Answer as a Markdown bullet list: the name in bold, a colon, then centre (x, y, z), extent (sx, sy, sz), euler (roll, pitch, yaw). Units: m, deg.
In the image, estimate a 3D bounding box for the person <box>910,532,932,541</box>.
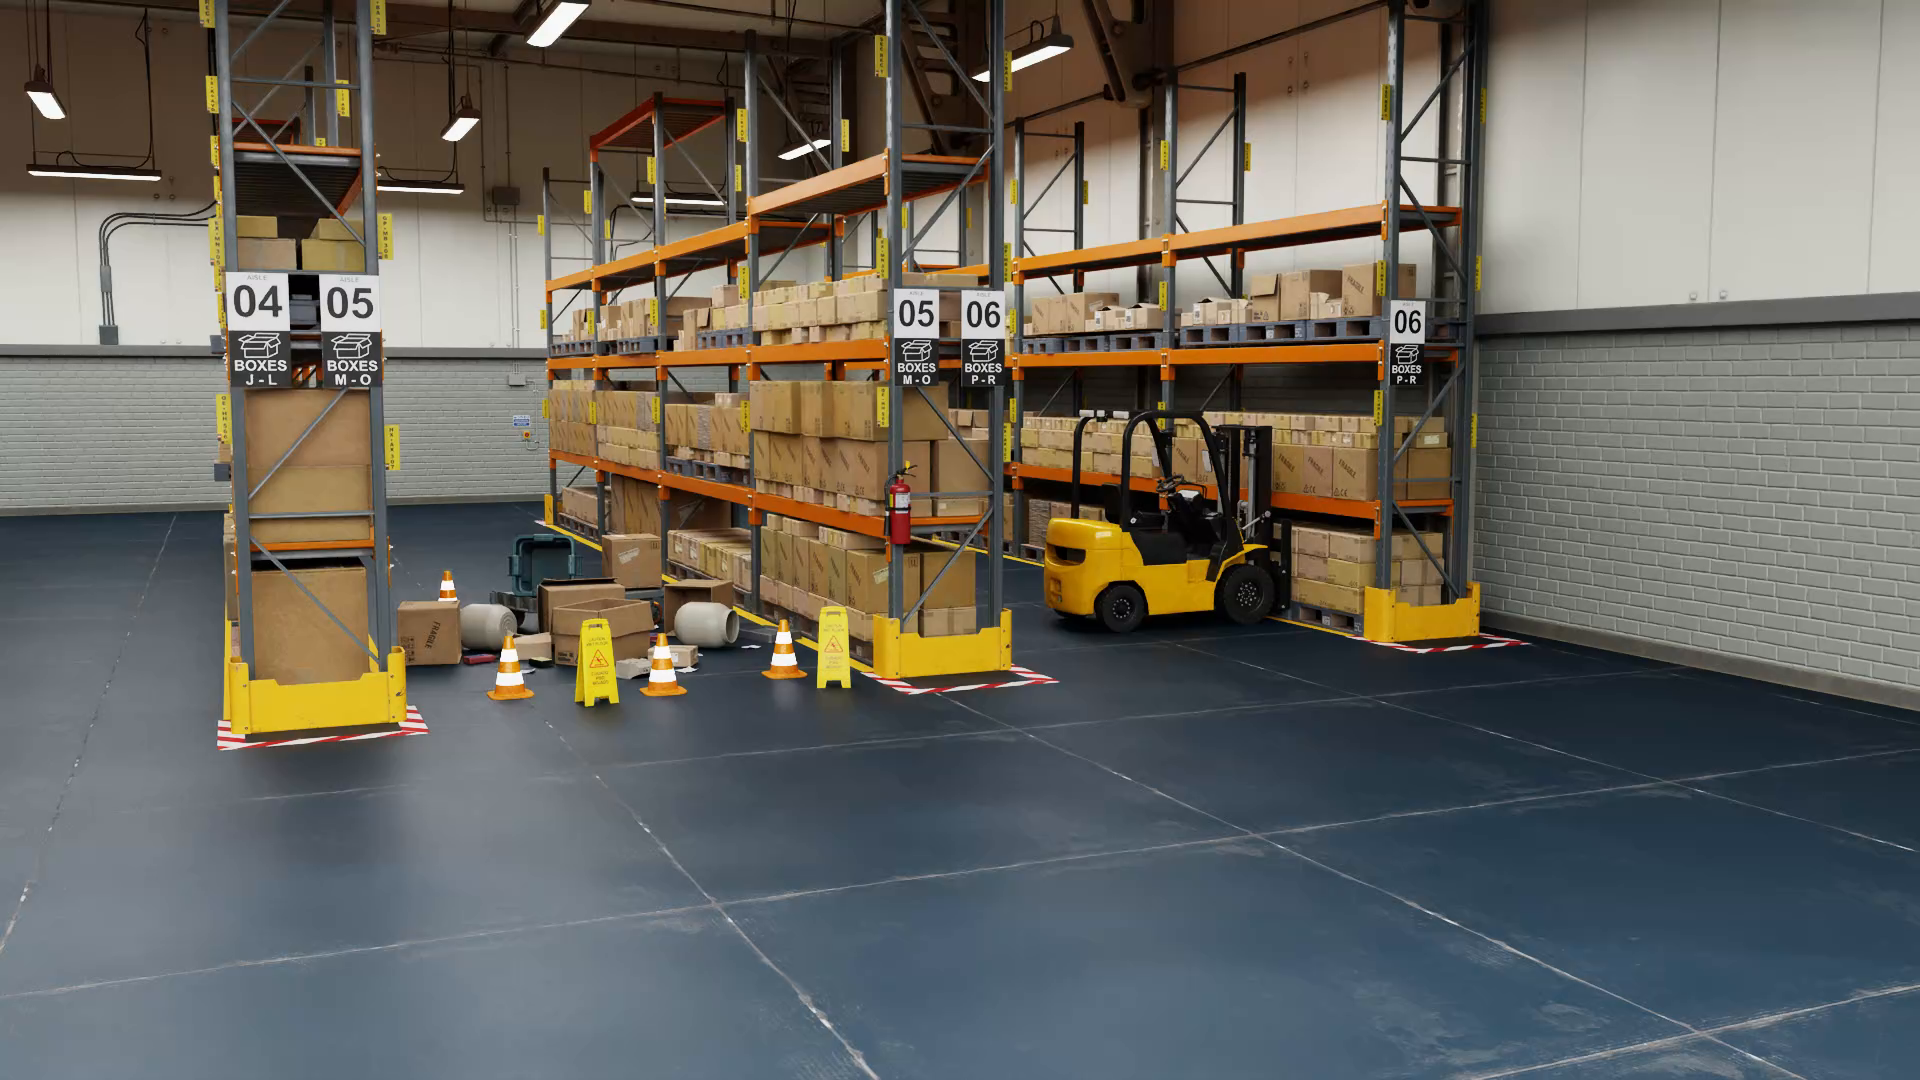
- **person**: centre (-0.521, -0.141, 18.554), extent (0.451, 1.650, 0.512), euler (-2, 6, -23)
